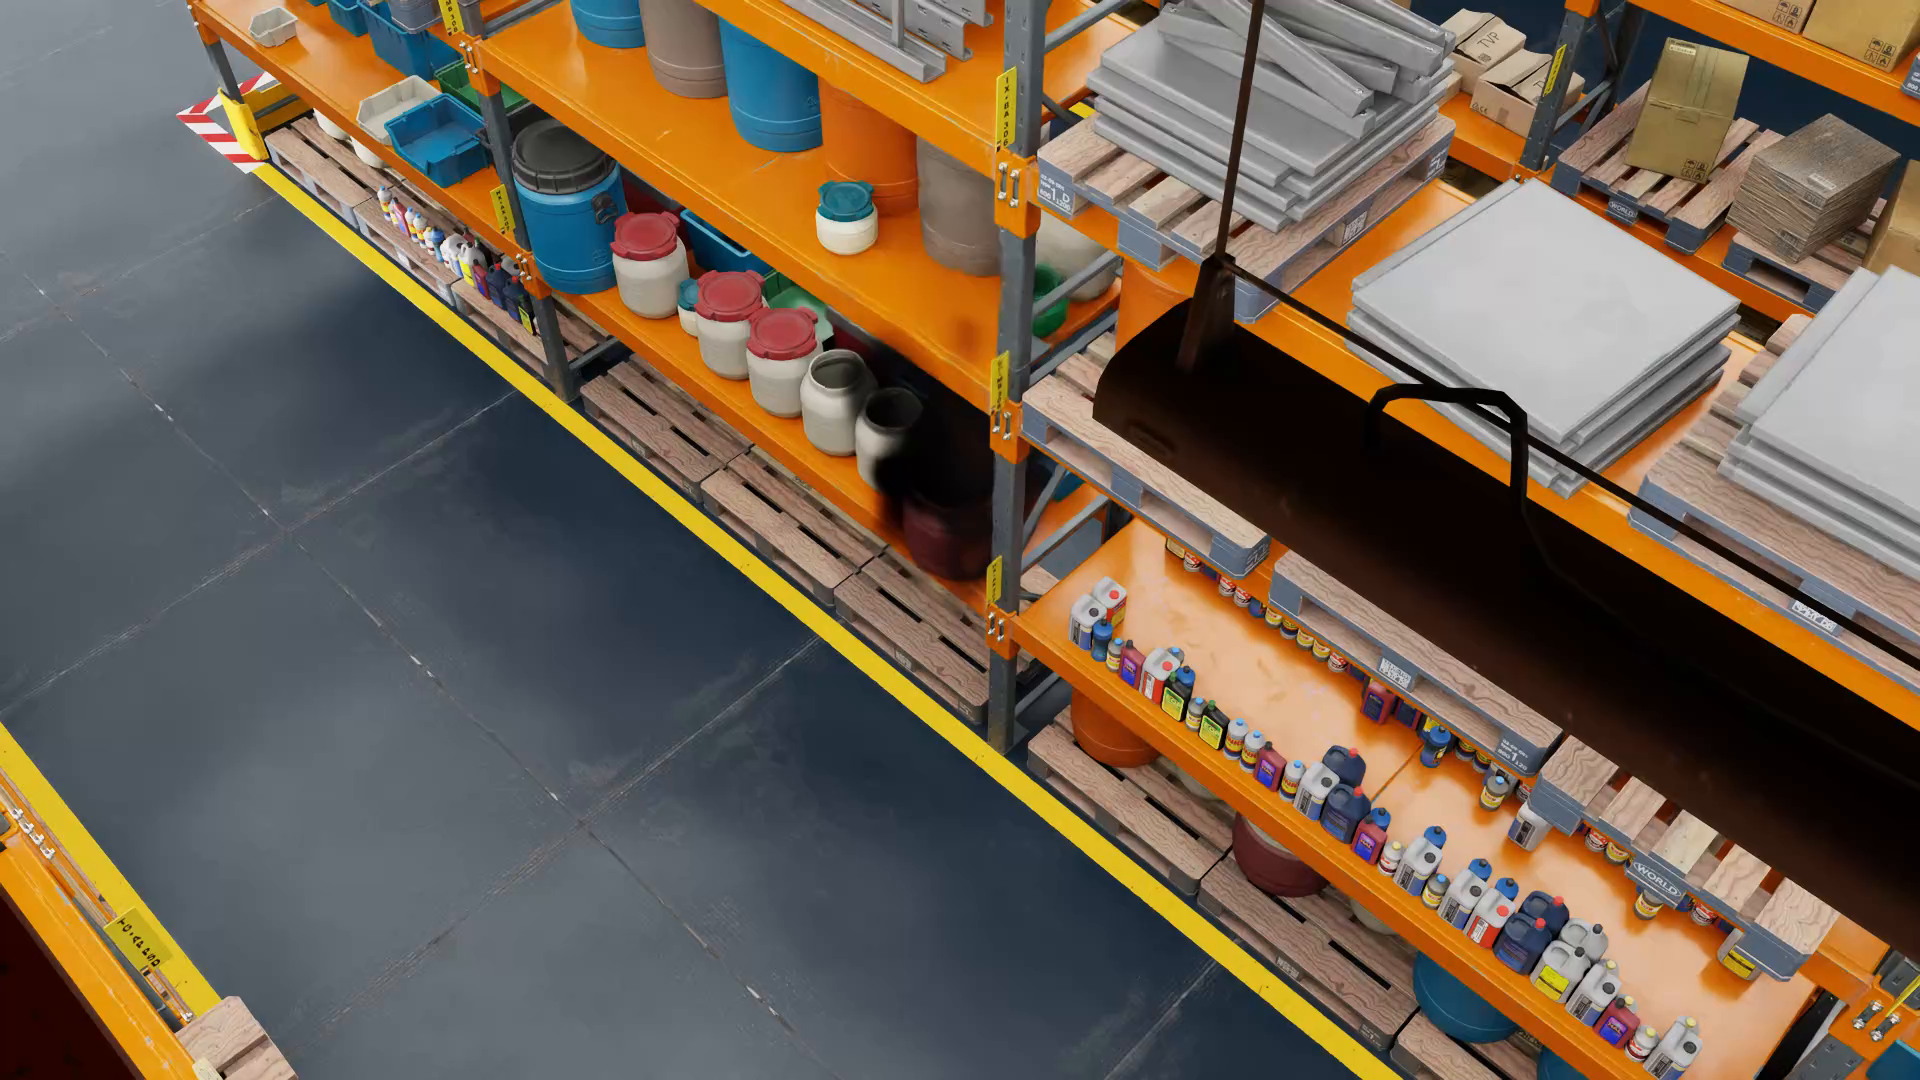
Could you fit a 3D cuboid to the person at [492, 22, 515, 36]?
[{"bbox_3d":[-3.650,-4.392,12.919,0.719,1.839,0.658,25,55,20],"label":"person"}]
